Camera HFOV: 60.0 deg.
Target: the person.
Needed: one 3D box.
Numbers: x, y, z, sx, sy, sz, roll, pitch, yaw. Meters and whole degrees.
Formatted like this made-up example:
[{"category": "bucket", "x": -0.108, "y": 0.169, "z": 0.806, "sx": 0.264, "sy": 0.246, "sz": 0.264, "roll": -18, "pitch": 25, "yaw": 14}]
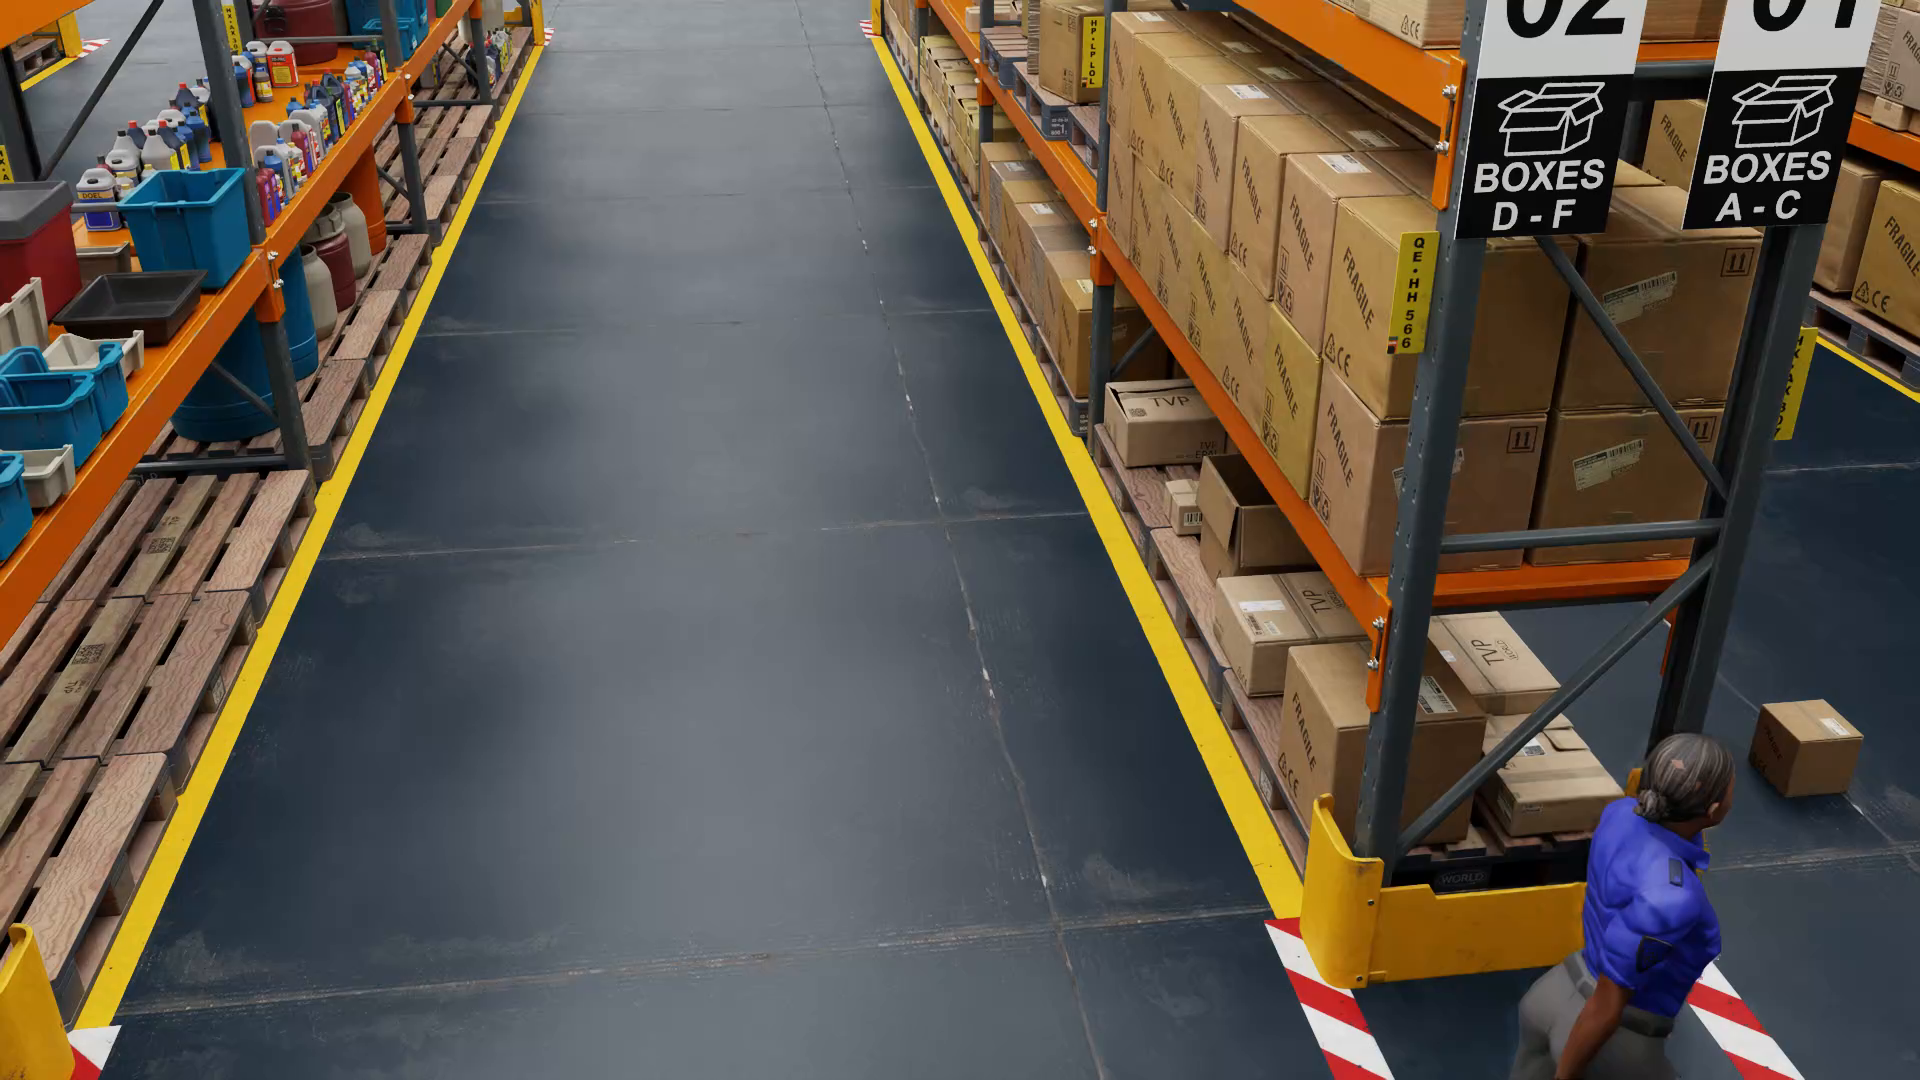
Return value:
[{"category": "person", "x": 1.495, "y": 1.151, "z": 3.913, "sx": 0.920, "sy": 1.598, "sz": 0.490, "roll": 0, "pitch": 27, "yaw": -1}]
